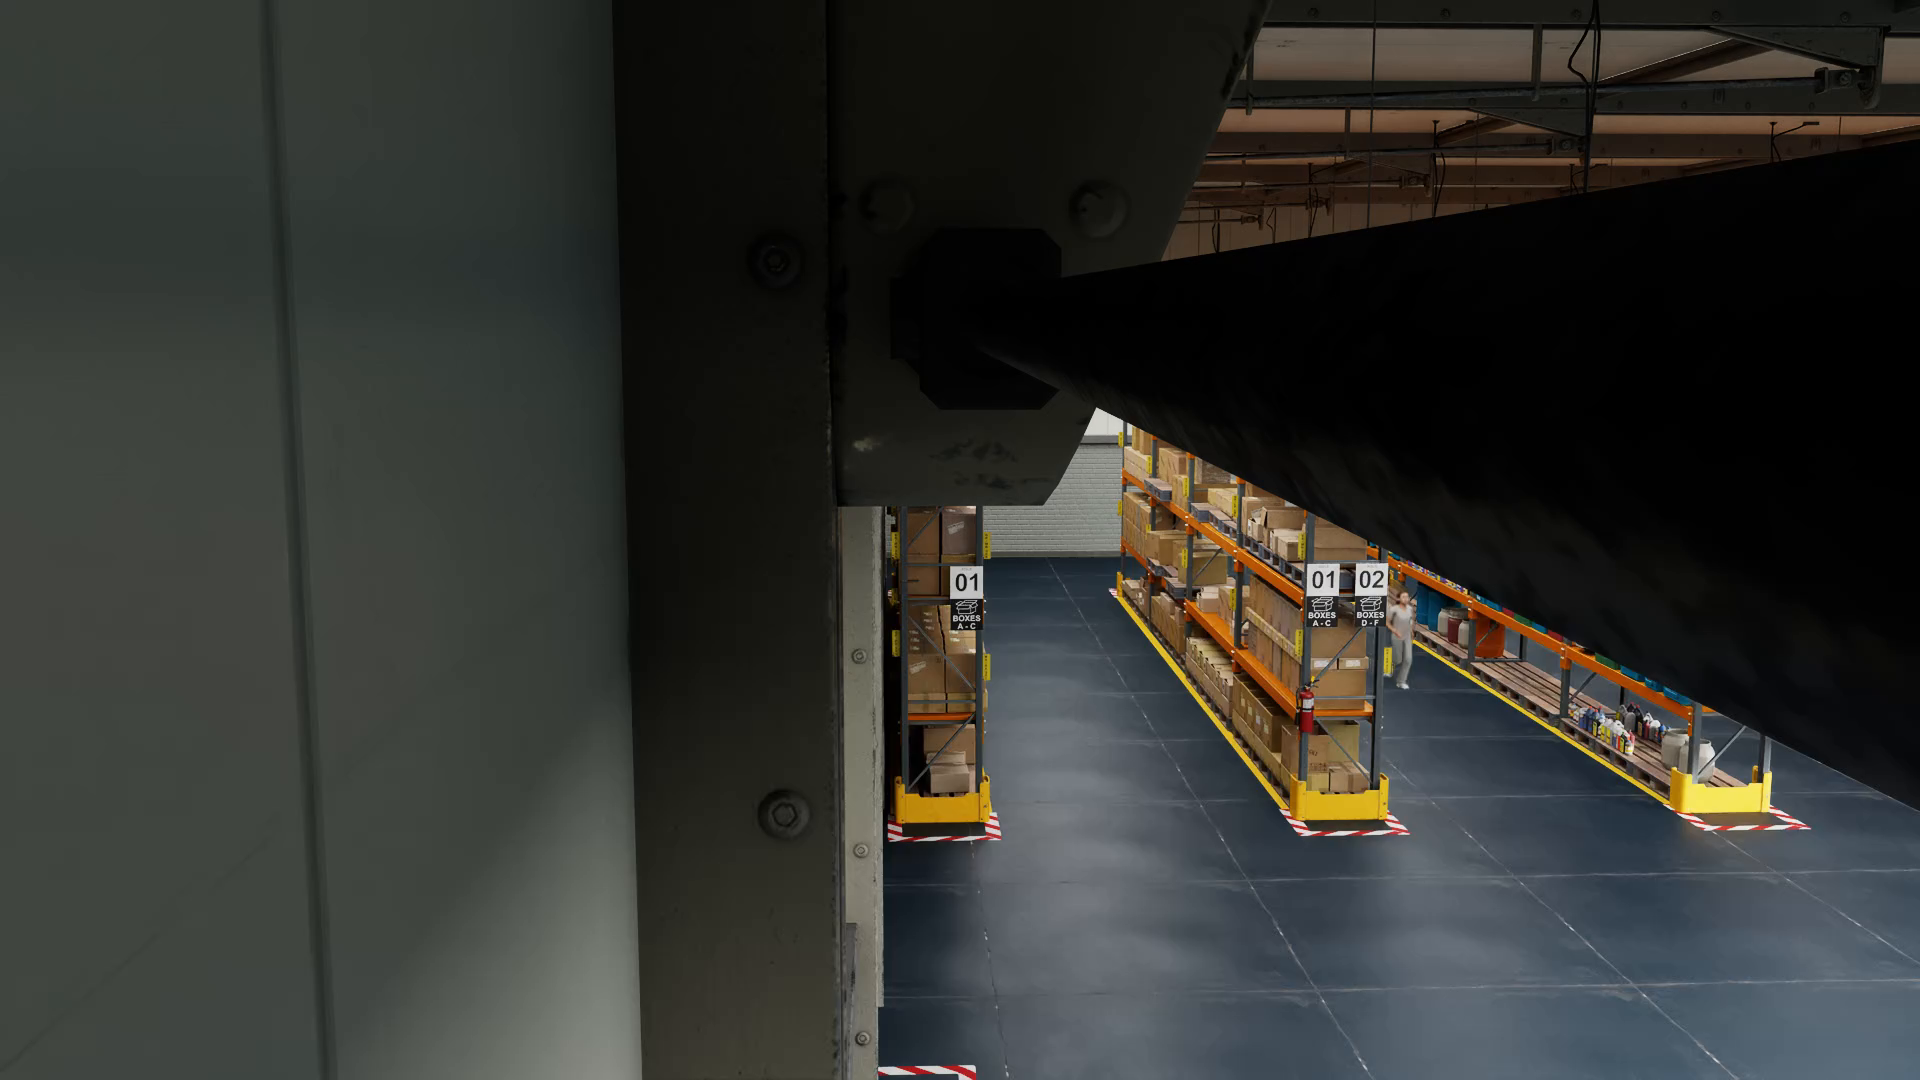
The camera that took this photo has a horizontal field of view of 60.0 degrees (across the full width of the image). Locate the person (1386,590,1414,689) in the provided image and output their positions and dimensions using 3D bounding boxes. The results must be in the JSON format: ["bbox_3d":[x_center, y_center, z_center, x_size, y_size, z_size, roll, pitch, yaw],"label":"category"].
[{"bbox_3d":[7.337,1.634,27.722,0.556,1.633,0.733,-2,8,-15],"label":"person"}]
